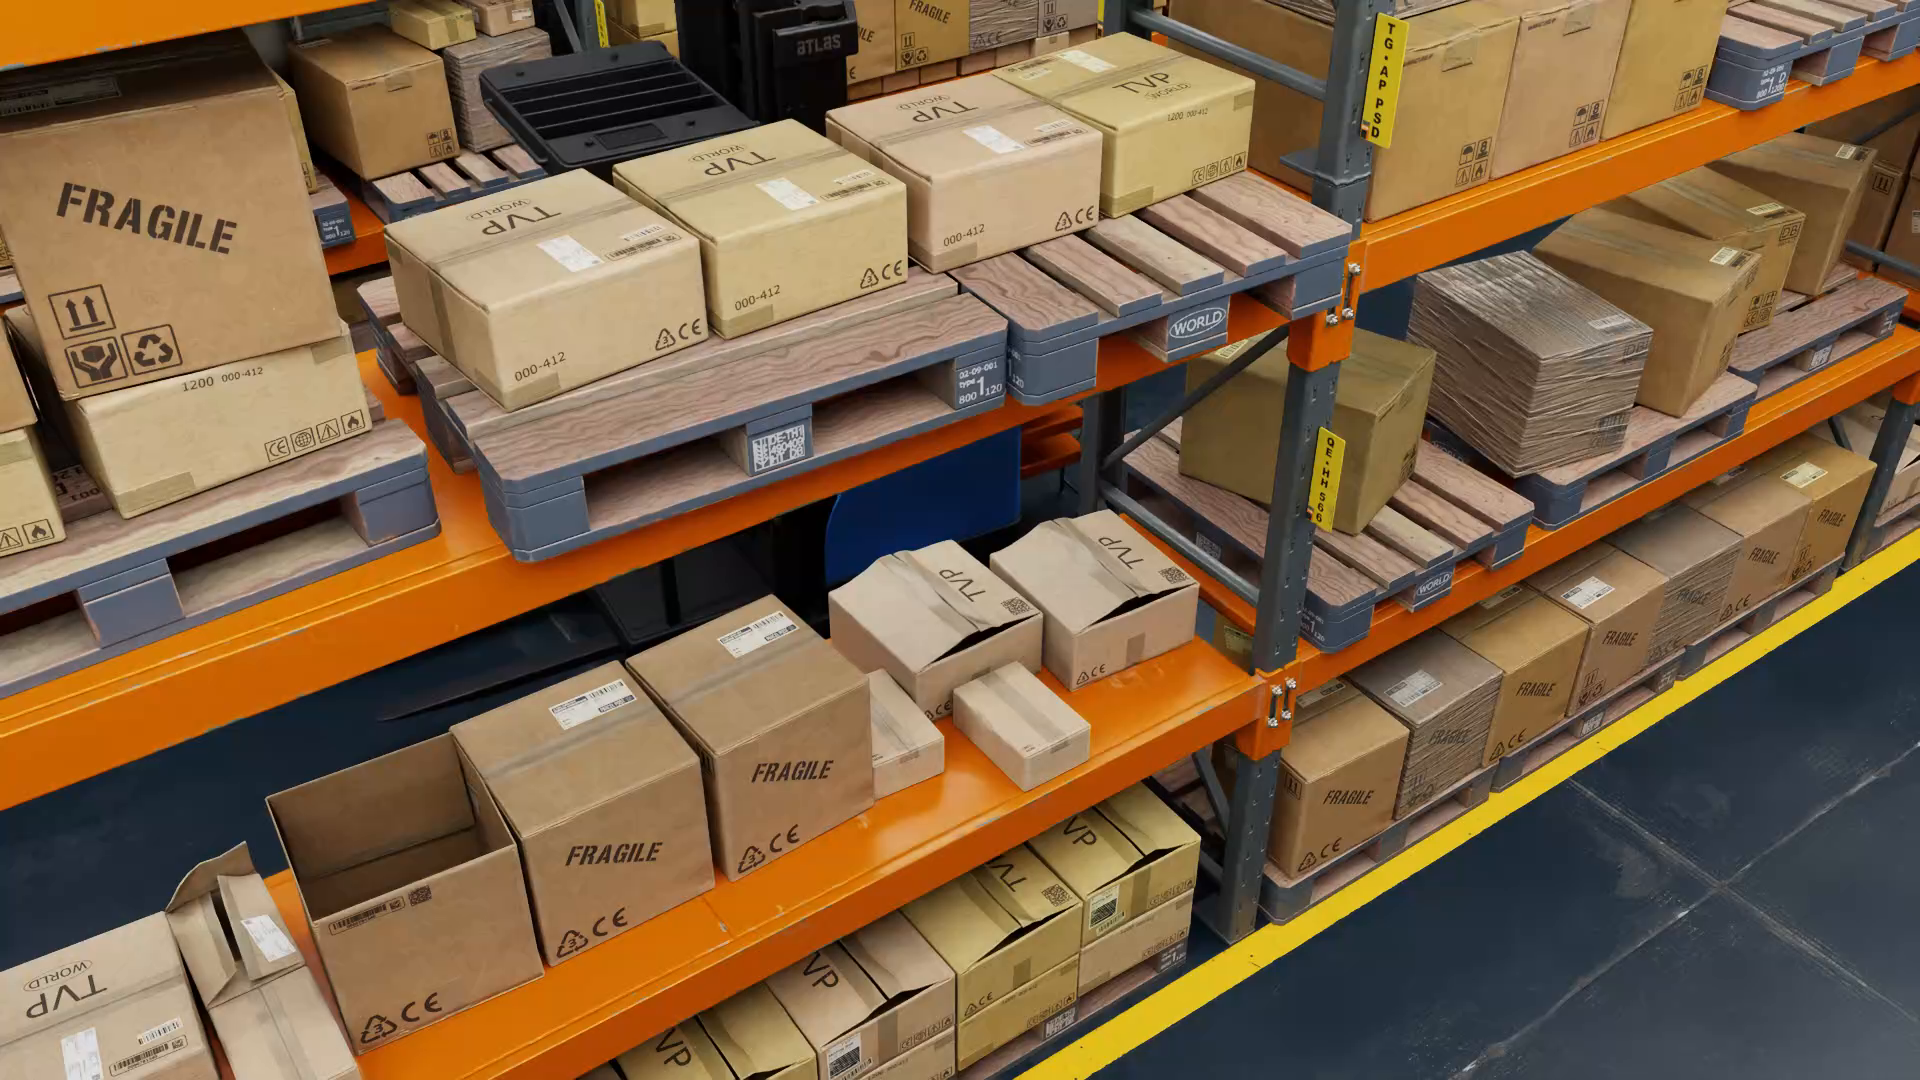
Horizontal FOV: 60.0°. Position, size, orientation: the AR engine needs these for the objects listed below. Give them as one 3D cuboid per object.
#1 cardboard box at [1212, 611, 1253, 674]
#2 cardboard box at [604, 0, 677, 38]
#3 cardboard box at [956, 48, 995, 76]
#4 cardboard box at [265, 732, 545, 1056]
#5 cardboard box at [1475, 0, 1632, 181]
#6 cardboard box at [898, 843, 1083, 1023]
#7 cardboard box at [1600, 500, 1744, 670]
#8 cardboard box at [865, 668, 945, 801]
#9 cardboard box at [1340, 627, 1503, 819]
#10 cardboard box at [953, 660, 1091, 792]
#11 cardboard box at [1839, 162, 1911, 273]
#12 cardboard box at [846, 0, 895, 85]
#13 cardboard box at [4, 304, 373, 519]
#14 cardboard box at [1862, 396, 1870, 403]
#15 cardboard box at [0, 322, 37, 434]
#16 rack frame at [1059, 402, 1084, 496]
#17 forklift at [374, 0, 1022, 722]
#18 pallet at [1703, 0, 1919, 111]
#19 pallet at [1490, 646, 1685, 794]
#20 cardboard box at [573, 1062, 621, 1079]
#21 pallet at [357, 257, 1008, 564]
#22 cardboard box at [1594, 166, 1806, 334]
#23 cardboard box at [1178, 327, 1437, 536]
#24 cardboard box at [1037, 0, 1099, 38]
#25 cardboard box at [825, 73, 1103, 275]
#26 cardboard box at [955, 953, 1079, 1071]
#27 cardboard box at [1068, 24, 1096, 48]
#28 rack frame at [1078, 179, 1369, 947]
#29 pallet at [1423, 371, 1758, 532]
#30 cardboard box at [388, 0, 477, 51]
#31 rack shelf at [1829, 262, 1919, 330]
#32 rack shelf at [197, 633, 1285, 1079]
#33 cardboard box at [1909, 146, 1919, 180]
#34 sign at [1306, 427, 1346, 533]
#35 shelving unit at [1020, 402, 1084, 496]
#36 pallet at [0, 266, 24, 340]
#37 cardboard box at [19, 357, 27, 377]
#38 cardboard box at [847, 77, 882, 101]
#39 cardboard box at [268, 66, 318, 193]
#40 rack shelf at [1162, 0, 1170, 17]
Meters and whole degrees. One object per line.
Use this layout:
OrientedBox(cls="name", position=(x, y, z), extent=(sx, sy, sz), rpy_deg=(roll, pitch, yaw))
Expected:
OrientedBox(cls="cardboard box", position=(1.391, 0.440, 6.834), extent=(0.500, 0.500, 0.500), rpy_deg=(-21, 41, -26))
OrientedBox(cls="cardboard box", position=(-1.552, -2.846, 8.638), extent=(0.500, 0.250, 0.500), rpy_deg=(-21, 41, -27))
OrientedBox(cls="cardboard box", position=(-0.002, -2.929, 9.952), extent=(0.250, 0.149, 0.380), rpy_deg=(-24, 42, -29))
OrientedBox(cls="cardboard box", position=(-1.440, 0.907, 4.334), extent=(0.500, 0.500, 0.500), rpy_deg=(-19, 40, -25))
OrientedBox(cls="cardboard box", position=(1.516, -1.563, 5.199), extent=(0.500, 0.500, 0.910), rpy_deg=(-22, 41, -28))
OrientedBox(cls="cardboard box", position=(0.055, 1.220, 5.500), extent=(0.500, 0.311, 0.500), rpy_deg=(-23, 42, -29))
OrientedBox(cls="cardboard box", position=(2.974, 0.154, 7.230), extent=(0.500, 0.500, 0.500), rpy_deg=(-22, 41, -27))
OrientedBox(cls="cardboard box", position=(-0.248, 0.588, 5.079), extent=(0.250, 0.149, 0.380), rpy_deg=(-19, 40, -25))
OrientedBox(cls="cardboard box", position=(1.723, 0.671, 6.512), extent=(0.500, 0.500, 0.500), rpy_deg=(-24, 42, -29))
OrientedBox(cls="cardboard box", position=(0.186, 0.567, 5.108), extent=(0.250, 0.149, 0.380), rpy_deg=(-22, 41, -28))
OrientedBox(cls="cardboard box", position=(4.292, -1.646, 7.885), extent=(0.500, 0.500, 0.500), rpy_deg=(-22, 41, -27))
OrientedBox(cls="cardboard box", position=(-0.711, -2.882, 9.330), extent=(0.500, 0.500, 0.500), rpy_deg=(-23, 41, -28))
OrientedBox(cls="cardboard box", position=(-1.551, -0.340, 3.354), extent=(0.500, 0.250, 0.500), rpy_deg=(-27, 44, -32))
OrientedBox(cls="cardboard box", position=(4.334, -0.806, 8.566), extent=(0.500, 0.500, 0.500), rpy_deg=(-22, 41, -28))
OrientedBox(cls="cardboard box", position=(-1.981, -0.445, 2.857), extent=(0.500, 0.500, 0.500), rpy_deg=(-22, 41, -27))
OrientedBox(cls="rack frame", position=(0.578, -0.679, 8.167), extent=(0.015, 1.200, 0.240), rpy_deg=(-18, 40, -24))
OrientedBox(cls="forklift", position=(-1.242, -0.868, 6.947), extent=(3.031, 2.935, 1.130), rpy_deg=(-18, 40, -24))
OrientedBox(cls="pallet", position=(2.612, -1.921, 5.943), extent=(1.003, 0.211, 1.213), rpy_deg=(-22, 41, -28))
OrientedBox(cls="pallet", position=(2.390, 0.521, 7.345), extent=(1.213, 0.211, 1.003), rpy_deg=(-22, 41, -28))
OrientedBox(cls="cardboard box", position=(-1.192, 1.733, 4.786), extent=(0.500, 0.311, 0.500), rpy_deg=(-24, 42, -29))
OrientedBox(cls="pallet", position=(-0.654, -0.462, 3.917), extent=(1.213, 0.211, 1.003), rpy_deg=(-20, 40, -26))
OrientedBox(cls="cardboard box", position=(2.990, -1.212, 6.921), extent=(0.500, 0.500, 0.700), rpy_deg=(-16, 39, -21))
OrientedBox(cls="cardboard box", position=(1.212, -0.446, 5.856), extent=(0.700, 0.500, 0.500), rpy_deg=(23, 41, 28))
OrientedBox(cls="cardboard box", position=(0.531, -3.396, 10.045), extent=(0.500, 0.500, 0.500), rpy_deg=(-22, 41, -28))
OrientedBox(cls="cardboard box", position=(0.005, -0.933, 4.178), extent=(0.500, 0.250, 0.500), rpy_deg=(-21, 41, -27))
OrientedBox(cls="cardboard box", position=(0.053, 1.444, 5.668), extent=(0.500, 0.250, 0.500), rpy_deg=(-23, 42, -28))
OrientedBox(cls="cardboard box", position=(0.631, -3.174, 10.292), extent=(0.250, 0.149, 0.380), rpy_deg=(-21, 41, -27))
OrientedBox(cls="rack frame", position=(0.762, 0.030, 5.639), extent=(0.127, 3.000, 1.000), rpy_deg=(-22, 41, -28))
OrientedBox(cls="pallet", position=(2.349, -0.548, 6.608), extent=(1.213, 0.211, 1.003), rpy_deg=(-22, 41, -28))
OrientedBox(cls="cardboard box", position=(-2.614, -2.570, 8.236), extent=(0.250, 0.149, 0.380), rpy_deg=(-30, 45, -35))
OrientedBox(cls="rack shelf", position=(5.666, -1.696, 8.655), extent=(4.000, 0.370, 1.077), rpy_deg=(-22, 41, -28))
OrientedBox(cls="rack shelf", position=(-0.873, 0.995, 4.914), extent=(4.000, 0.370, 1.077), rpy_deg=(-22, 41, -28))
OrientedBox(cls="cardboard box", position=(4.579, -1.786, 7.222), extent=(0.500, 0.500, 0.500), rpy_deg=(-21, 41, -27))
OrientedBox(cls="sign", position=(1.084, -0.176, 4.934), extent=(0.005, 0.325, 0.100), rpy_deg=(-22, 41, -28))
OrientedBox(cls="shelving unit", position=(0.366, -0.609, 8.069), extent=(0.503, 1.200, 0.258), rpy_deg=(-18, 40, -24))
OrientedBox(cls="pallet", position=(-4.656, -1.097, 7.371), extent=(1.213, 0.211, 1.003), rpy_deg=(-22, 41, -28))
OrientedBox(cls="cardboard box", position=(-4.414, -0.861, 8.000), extent=(0.500, 0.250, 0.500), rpy_deg=(-23, 42, -29))
OrientedBox(cls="cardboard box", position=(-0.657, -2.685, 9.613), extent=(0.250, 0.149, 0.380), rpy_deg=(-22, 41, -27))
OrientedBox(cls="cardboard box", position=(-3.479, -1.959, 7.943), extent=(0.500, 0.500, 0.700), rpy_deg=(-22, 41, -28))
OrientedBox(cls="rack shelf", position=(2.810, -4.059, 11.941), extent=(4.000, 0.370, 1.077), rpy_deg=(-22, 41, -28))
